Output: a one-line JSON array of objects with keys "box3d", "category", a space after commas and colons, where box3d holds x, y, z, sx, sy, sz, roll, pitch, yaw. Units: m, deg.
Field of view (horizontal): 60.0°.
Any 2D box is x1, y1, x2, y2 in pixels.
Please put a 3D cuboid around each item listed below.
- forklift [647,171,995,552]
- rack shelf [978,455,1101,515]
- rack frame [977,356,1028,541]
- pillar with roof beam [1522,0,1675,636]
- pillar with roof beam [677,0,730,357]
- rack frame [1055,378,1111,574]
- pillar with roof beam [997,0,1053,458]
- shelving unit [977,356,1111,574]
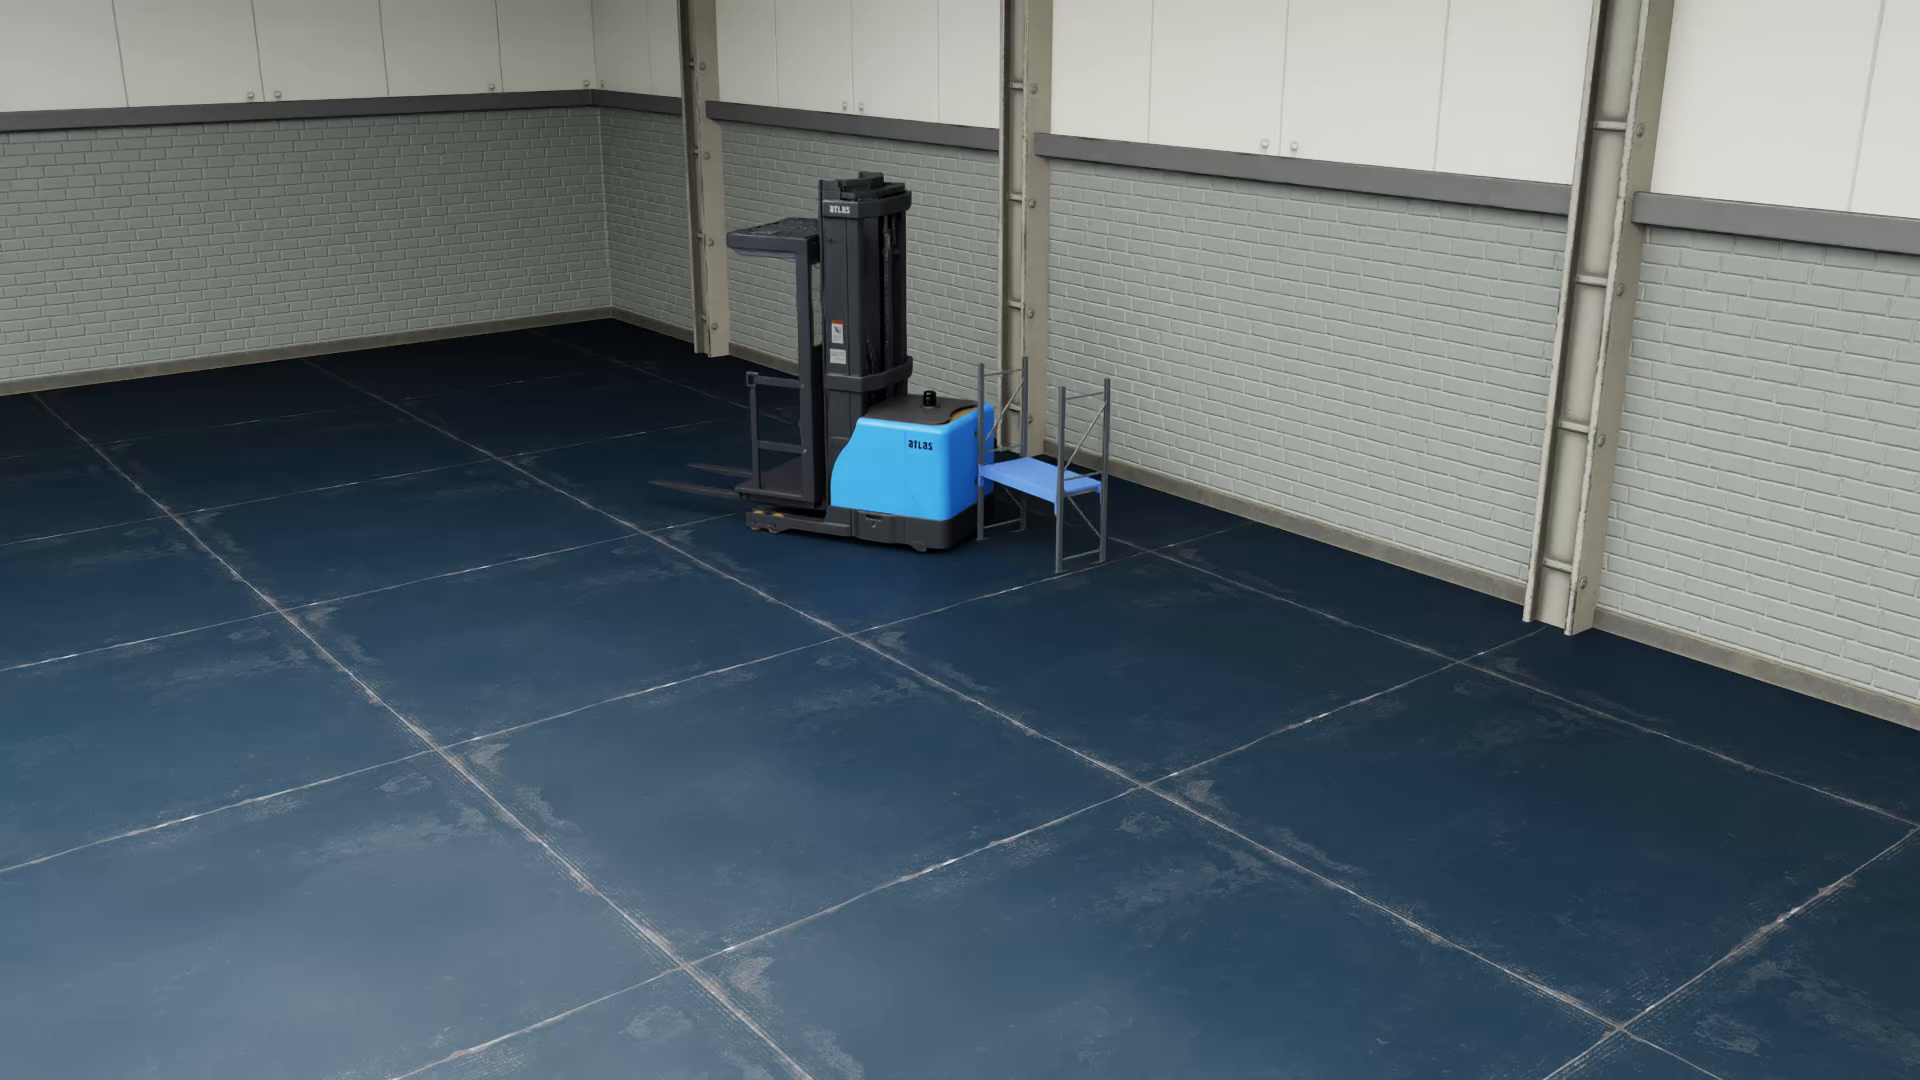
[{"box3d": [-1.259, -1.588, 13.996, 3.031, 2.935, 1.130, 8, 20, 24], "category": "forklift"}, {"box3d": [0.655, -0.452, 13.414, 0.538, 0.185, 1.000, -13, 22, -35], "category": "rack shelf"}, {"box3d": [0.351, -0.751, 13.745, 0.500, 1.500, 0.032, -13, 22, -35], "category": "rack frame"}, {"box3d": [0.958, -2.829, 8.092, 9.100, 9.000, 0.400, -14, 23, -36], "category": "pillar with roof beam"}, {"box3d": [-6.493, -5.786, 17.022, 9.100, 9.000, 0.400, -14, 23, -36], "category": "pillar with roof beam"}, {"box3d": [0.958, -0.495, 12.970, 0.500, 1.500, 0.032, -13, 22, -35], "category": "rack frame"}, {"box3d": [-2.767, -4.308, 12.557, 9.100, 9.000, 0.400, -14, 23, -36], "category": "pillar with roof beam"}, {"box3d": [0.655, -0.623, 13.358, 0.538, 1.500, 1.048, -13, 22, -35], "category": "shelving unit"}]
